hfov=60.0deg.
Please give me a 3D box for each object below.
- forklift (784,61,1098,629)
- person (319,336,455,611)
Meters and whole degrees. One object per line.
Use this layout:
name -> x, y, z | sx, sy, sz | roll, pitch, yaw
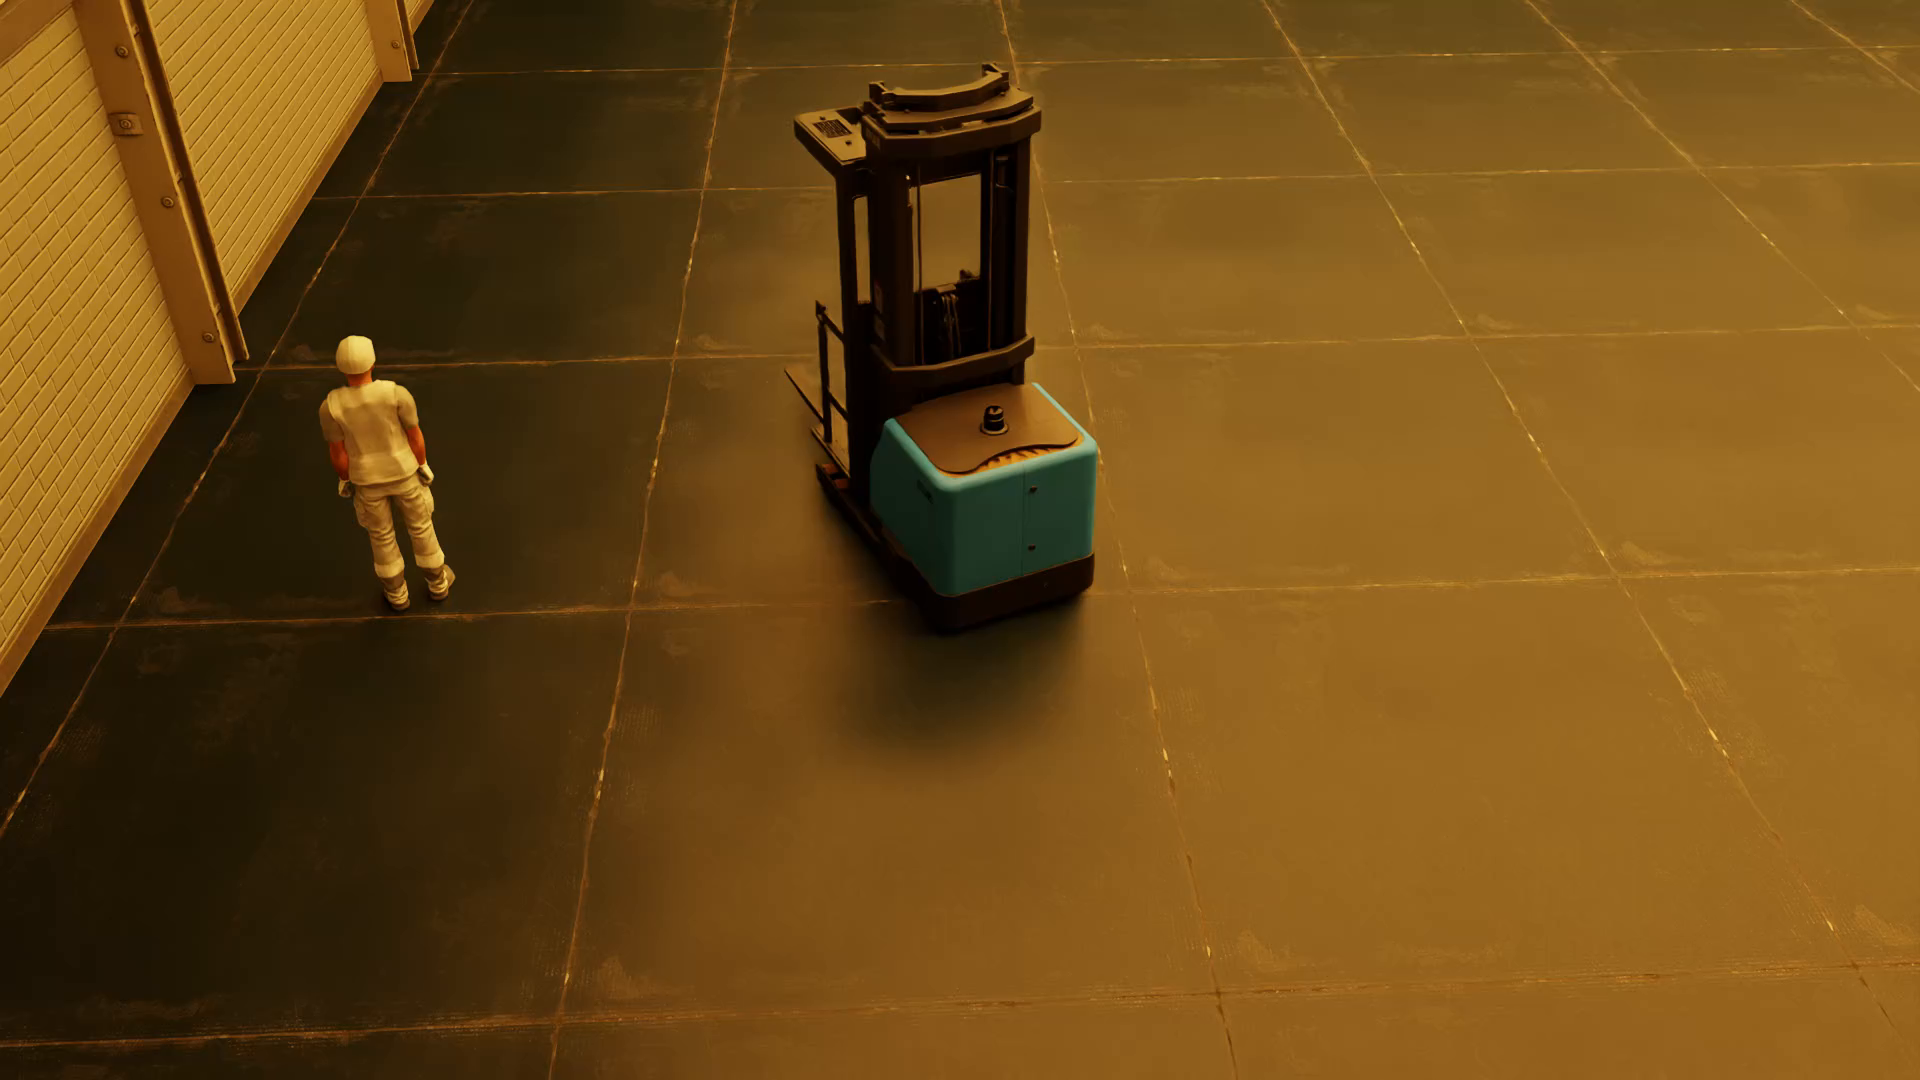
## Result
forklift -> -0.293, -1.523, 10.102 | 1.130, 2.935, 3.031 | -16, 39, -21
person -> -3.295, -0.386, 9.510 | 0.526, 1.795, 0.369 | -12, 38, -16
